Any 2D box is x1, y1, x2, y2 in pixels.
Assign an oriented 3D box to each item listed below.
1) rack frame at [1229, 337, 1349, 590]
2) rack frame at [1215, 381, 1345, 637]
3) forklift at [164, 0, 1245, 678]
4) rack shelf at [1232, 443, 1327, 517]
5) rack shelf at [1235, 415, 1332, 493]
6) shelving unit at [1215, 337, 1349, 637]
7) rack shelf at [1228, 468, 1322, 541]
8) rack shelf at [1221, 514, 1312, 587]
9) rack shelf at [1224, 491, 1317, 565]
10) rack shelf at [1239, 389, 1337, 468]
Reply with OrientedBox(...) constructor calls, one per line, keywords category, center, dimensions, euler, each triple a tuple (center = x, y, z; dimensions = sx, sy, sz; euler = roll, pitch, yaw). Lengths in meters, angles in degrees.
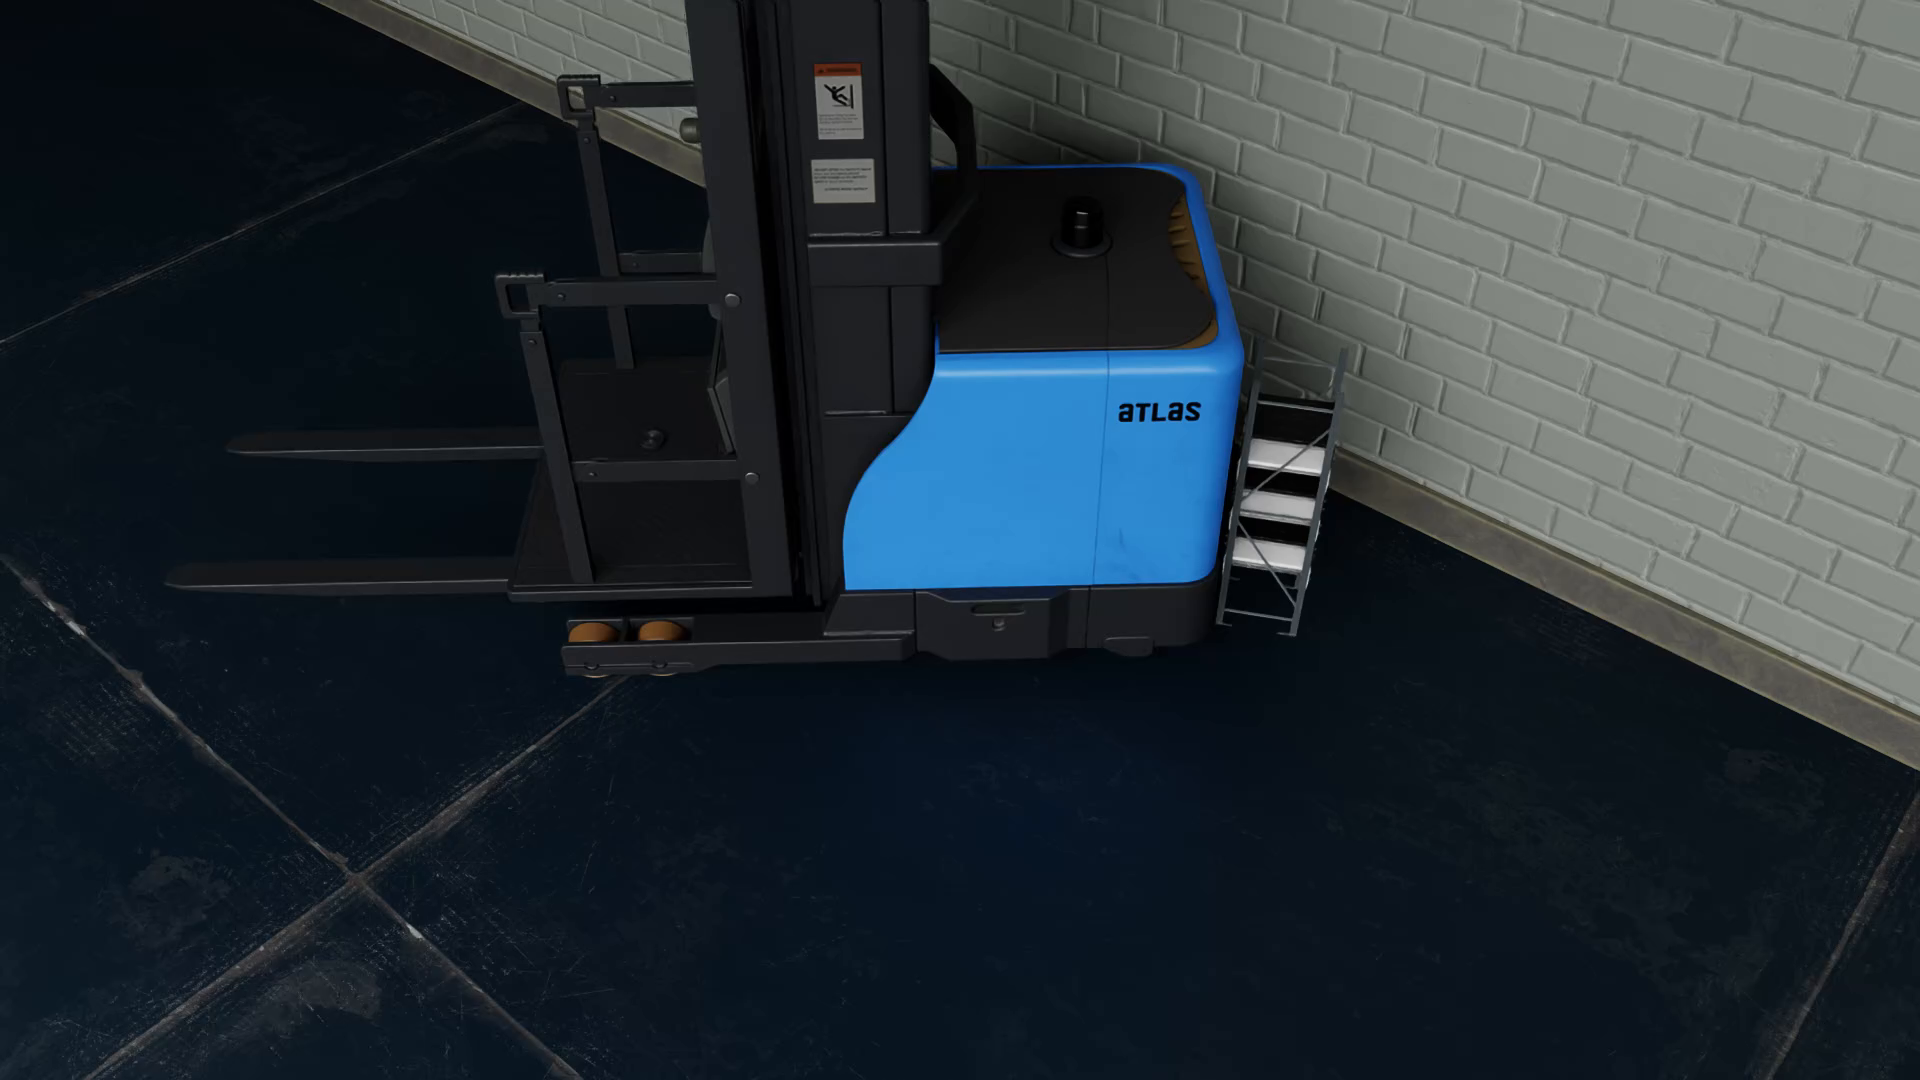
OrientedBox(category="rack frame", center=(0.927, -0.199, 4.799), dimensions=(0.240, 0.900, 0.006), euler=(9, 43, 9))
OrientedBox(category="rack frame", center=(0.883, -0.066, 4.652), dimensions=(0.240, 0.900, 0.006), euler=(9, 43, 9))
OrientedBox(category="forklift", center=(-0.788, -1.049, 4.225), dimensions=(3.031, 2.935, 1.130), euler=(-1, 42, -1))
OrientedBox(category="rack shelf", center=(0.905, -0.175, 4.688), dimensions=(0.258, 0.077, 0.200), euler=(9, 43, 9))
OrientedBox(category="rack shelf", center=(0.906, -0.241, 4.627), dimensions=(0.258, 0.077, 0.200), euler=(9, 43, 9))
OrientedBox(category="shelving unit", center=(0.905, -0.133, 4.726), dimensions=(0.258, 0.900, 0.210), euler=(9, 43, 9))
OrientedBox(category="rack shelf", center=(0.905, -0.108, 4.748), dimensions=(0.258, 0.077, 0.200), euler=(9, 43, 9))
OrientedBox(category="rack shelf", center=(0.904, 0.025, 4.869), dimensions=(0.258, 0.077, 0.200), euler=(9, 43, 9))
OrientedBox(category="rack shelf", center=(0.904, -0.041, 4.809), dimensions=(0.258, 0.077, 0.200), euler=(9, 43, 9))
OrientedBox(category="rack shelf", center=(0.906, -0.308, 4.566), dimensions=(0.258, 0.077, 0.200), euler=(9, 43, 9))
